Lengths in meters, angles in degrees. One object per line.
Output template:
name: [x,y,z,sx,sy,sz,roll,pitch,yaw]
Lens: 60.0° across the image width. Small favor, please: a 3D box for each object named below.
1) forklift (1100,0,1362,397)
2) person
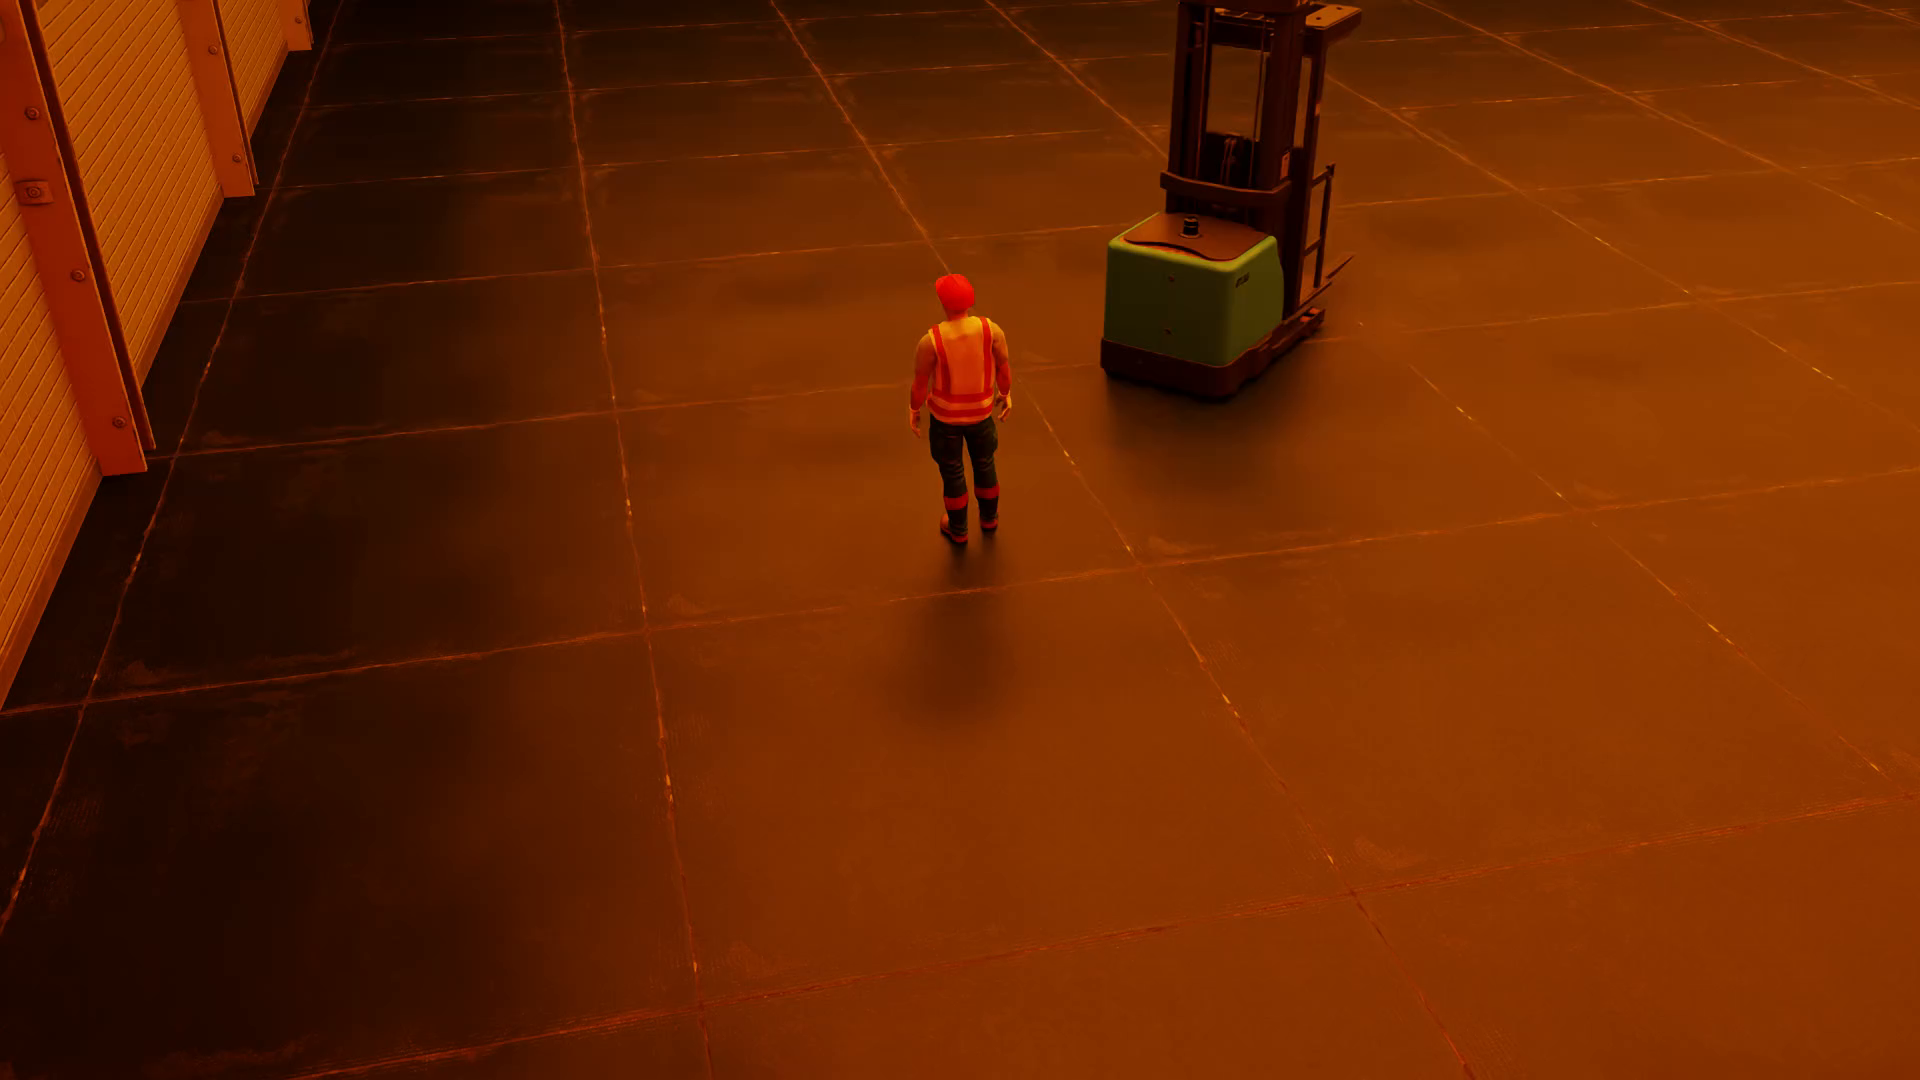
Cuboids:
forklift: [2.292,-3.007,12.769,1.130,2.935,3.031,18,35,28]
person: [-0.009,-0.821,10.119,0.638,1.789,0.562,-7,31,-12]
